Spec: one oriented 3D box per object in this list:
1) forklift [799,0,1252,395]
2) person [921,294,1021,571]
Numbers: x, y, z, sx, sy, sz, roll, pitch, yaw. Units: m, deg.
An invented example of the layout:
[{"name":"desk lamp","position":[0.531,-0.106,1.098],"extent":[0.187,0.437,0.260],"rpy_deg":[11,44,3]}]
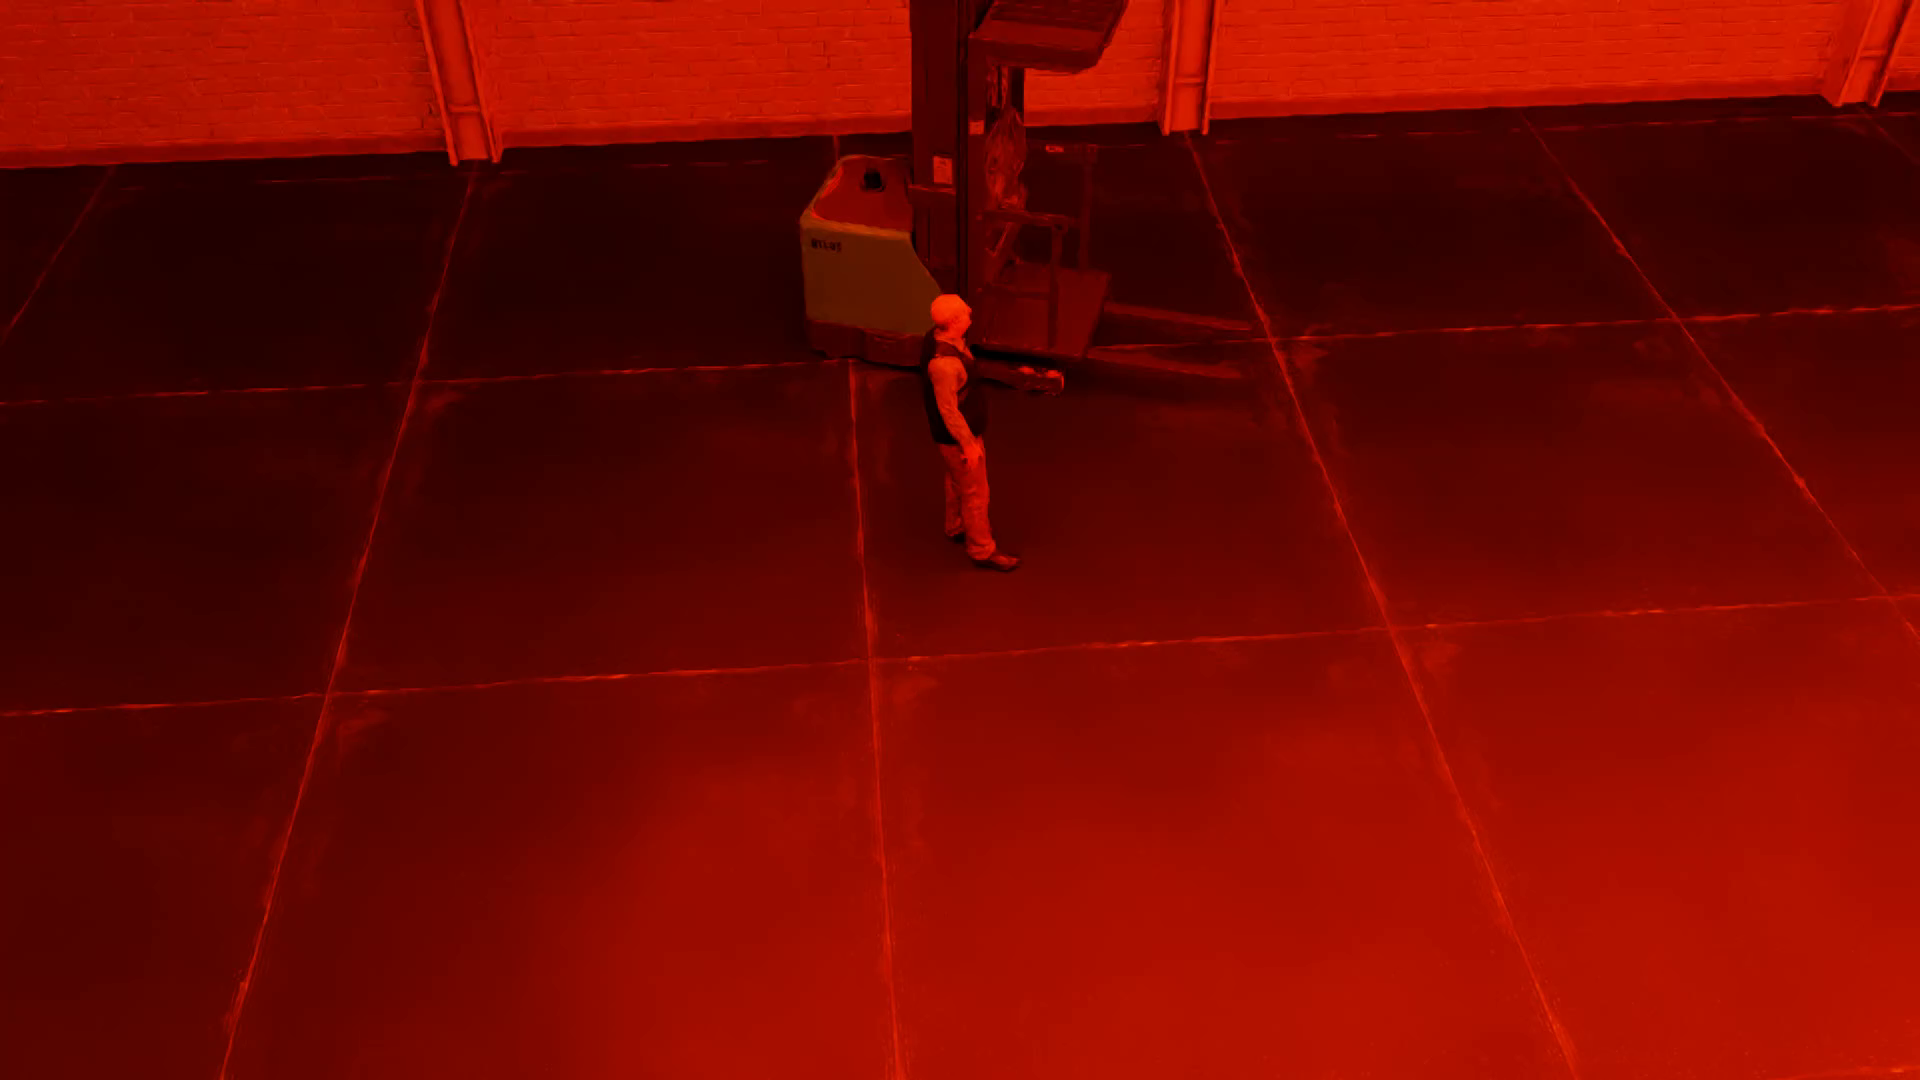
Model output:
[{"name":"forklift","position":[0.486,-2.487,10.846],"extent":[3.031,2.935,1.130],"rpy_deg":[10,42,11]},{"name":"person","position":[0.063,-0.658,9.627],"extent":[0.567,1.720,0.632],"rpy_deg":[-3,41,-4]}]
